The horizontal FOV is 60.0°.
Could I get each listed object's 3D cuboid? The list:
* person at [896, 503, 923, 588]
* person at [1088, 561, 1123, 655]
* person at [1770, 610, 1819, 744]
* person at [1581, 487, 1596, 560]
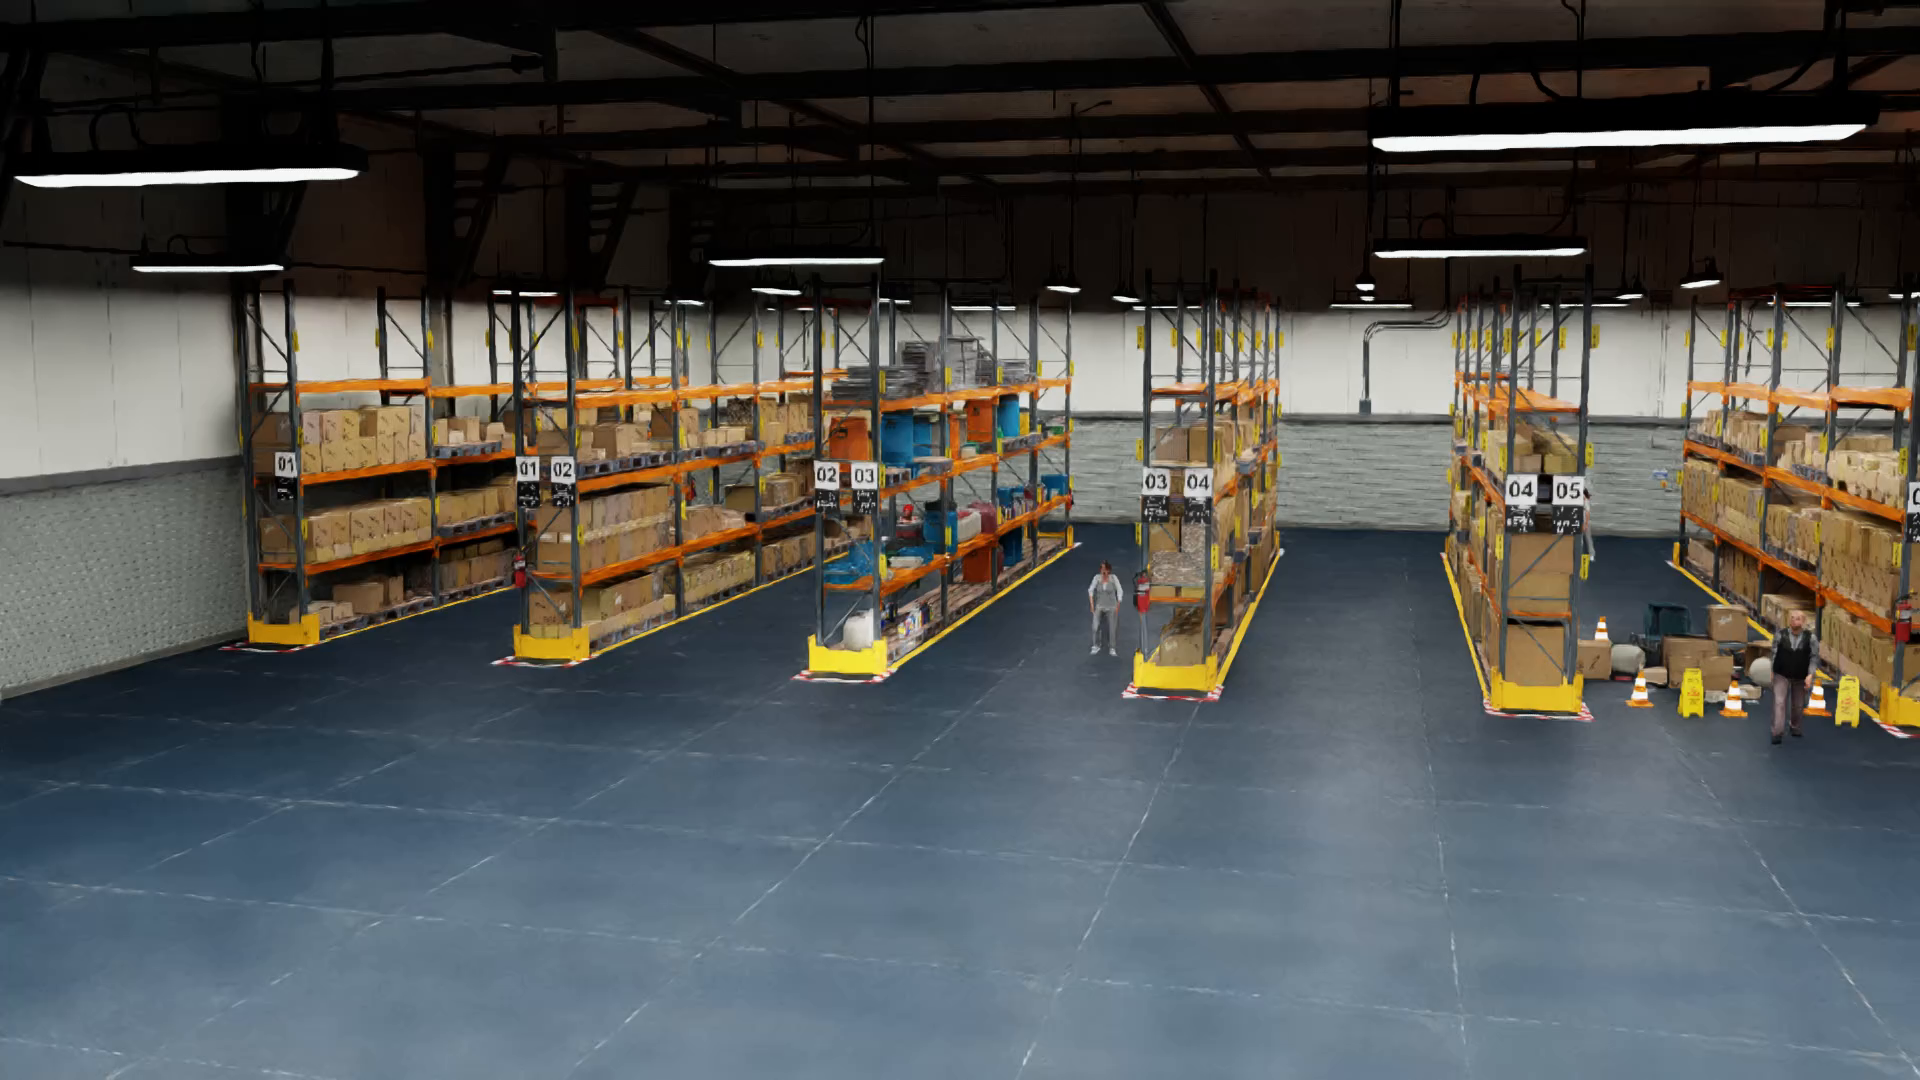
[{"bbox_3d":[-1.026,0.117,33.647,0.677,1.742,0.547,2,7,14],"label":"person"},{"bbox_3d":[2.315,1.072,26.477,0.566,1.531,0.519,1,7,12],"label":"person"},{"bbox_3d":[10.381,1.689,20.707,0.540,1.661,1.021,3,7,23],"label":"person"},{"bbox_3d":[14.248,-0.373,37.966,0.538,1.672,0.582,0,7,-3],"label":"person"}]
